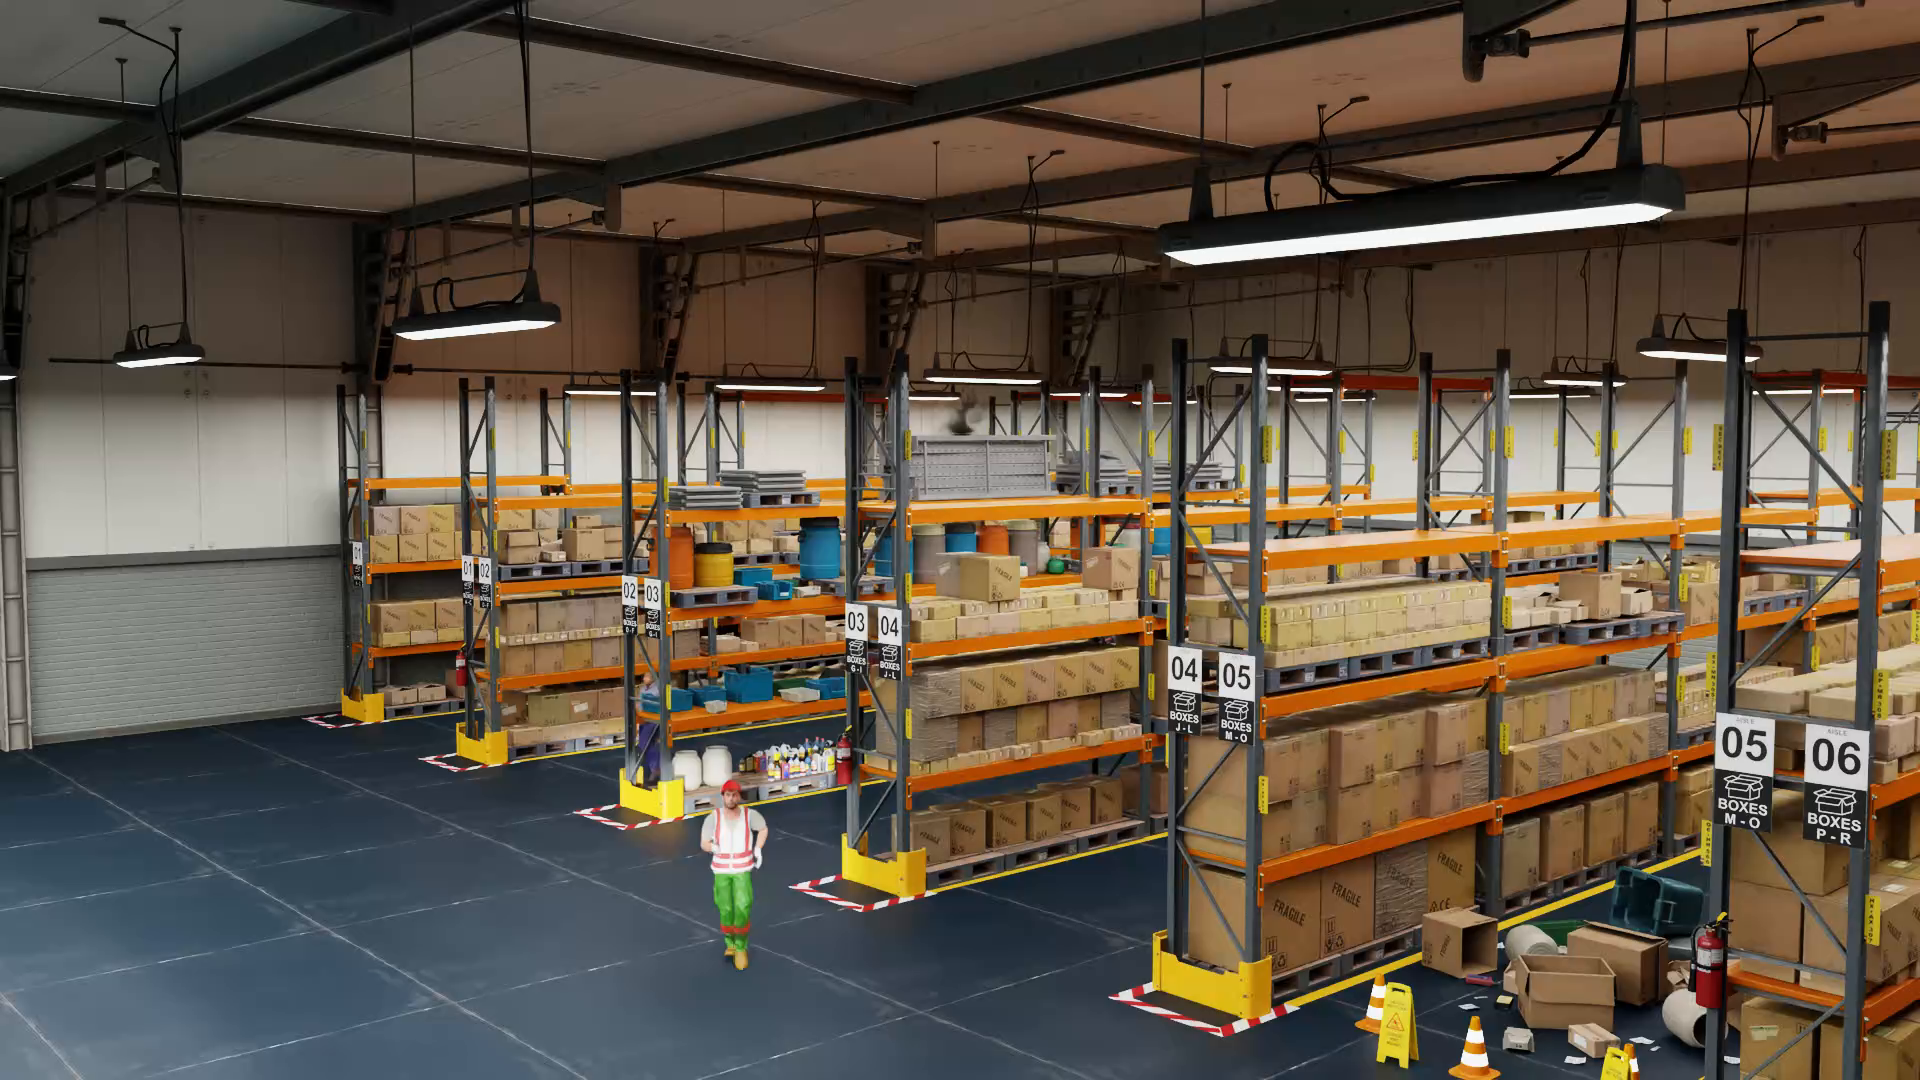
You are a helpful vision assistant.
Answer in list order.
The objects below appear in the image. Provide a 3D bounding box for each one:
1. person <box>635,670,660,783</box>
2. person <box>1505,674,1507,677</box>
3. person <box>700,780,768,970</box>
[{"bbox_3d":[-4.572,2.747,24.530,0.578,1.654,0.688,3,5,42],"label":"person"},{"bbox_3d":[7.813,2.690,24.065,0.954,1.756,0.709,-4,5,-44],"label":"person"},{"bbox_3d":[-2.185,3.224,16.017,0.631,1.820,0.685,0,4,-3],"label":"person"}]
